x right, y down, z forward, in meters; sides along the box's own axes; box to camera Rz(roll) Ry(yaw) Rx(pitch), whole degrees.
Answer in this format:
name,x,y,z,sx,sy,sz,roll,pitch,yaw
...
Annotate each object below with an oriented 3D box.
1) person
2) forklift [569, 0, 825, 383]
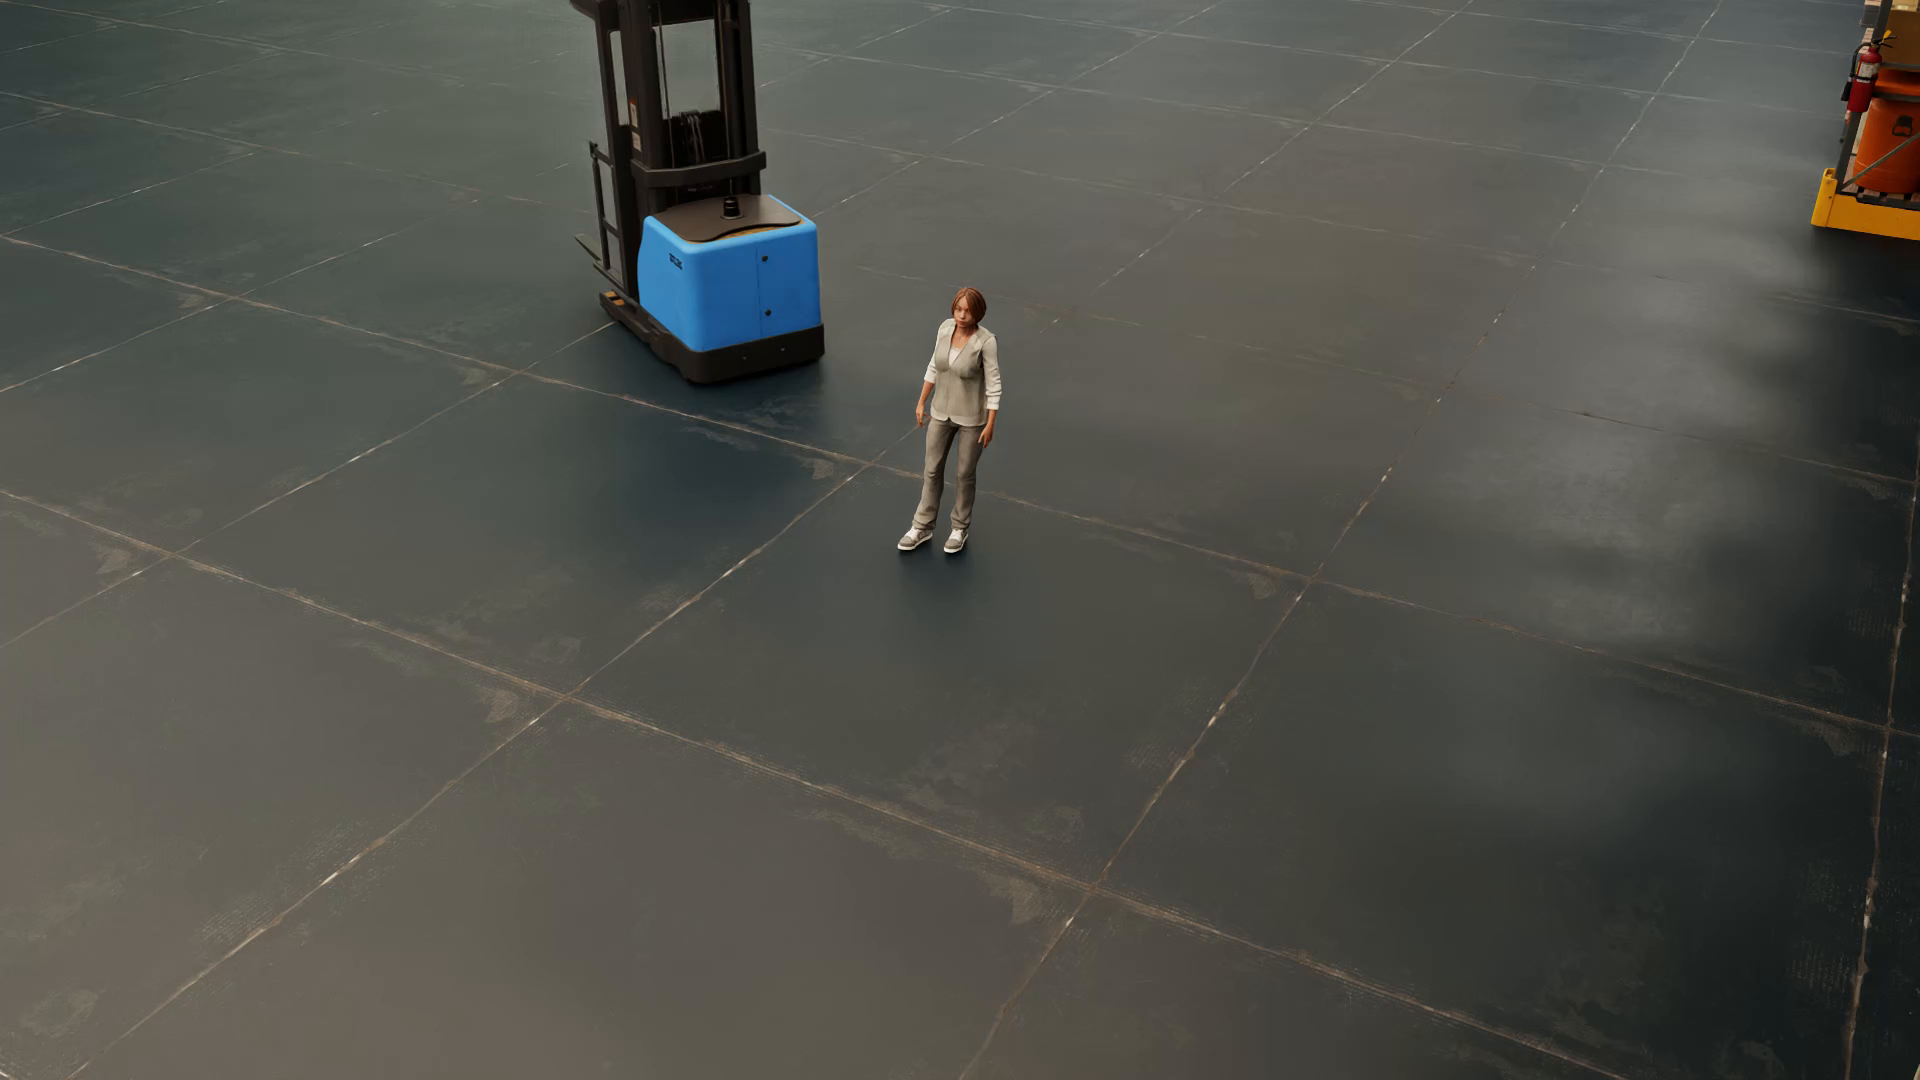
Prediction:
name,x,y,z,sx,sy,sz,roll,pitch,yaw
person,-0.049,-0.669,9.550,0.520,1.597,0.474,15,33,25
forklift,-2.183,-3.082,12.411,1.130,2.935,3.031,-17,34,-26
